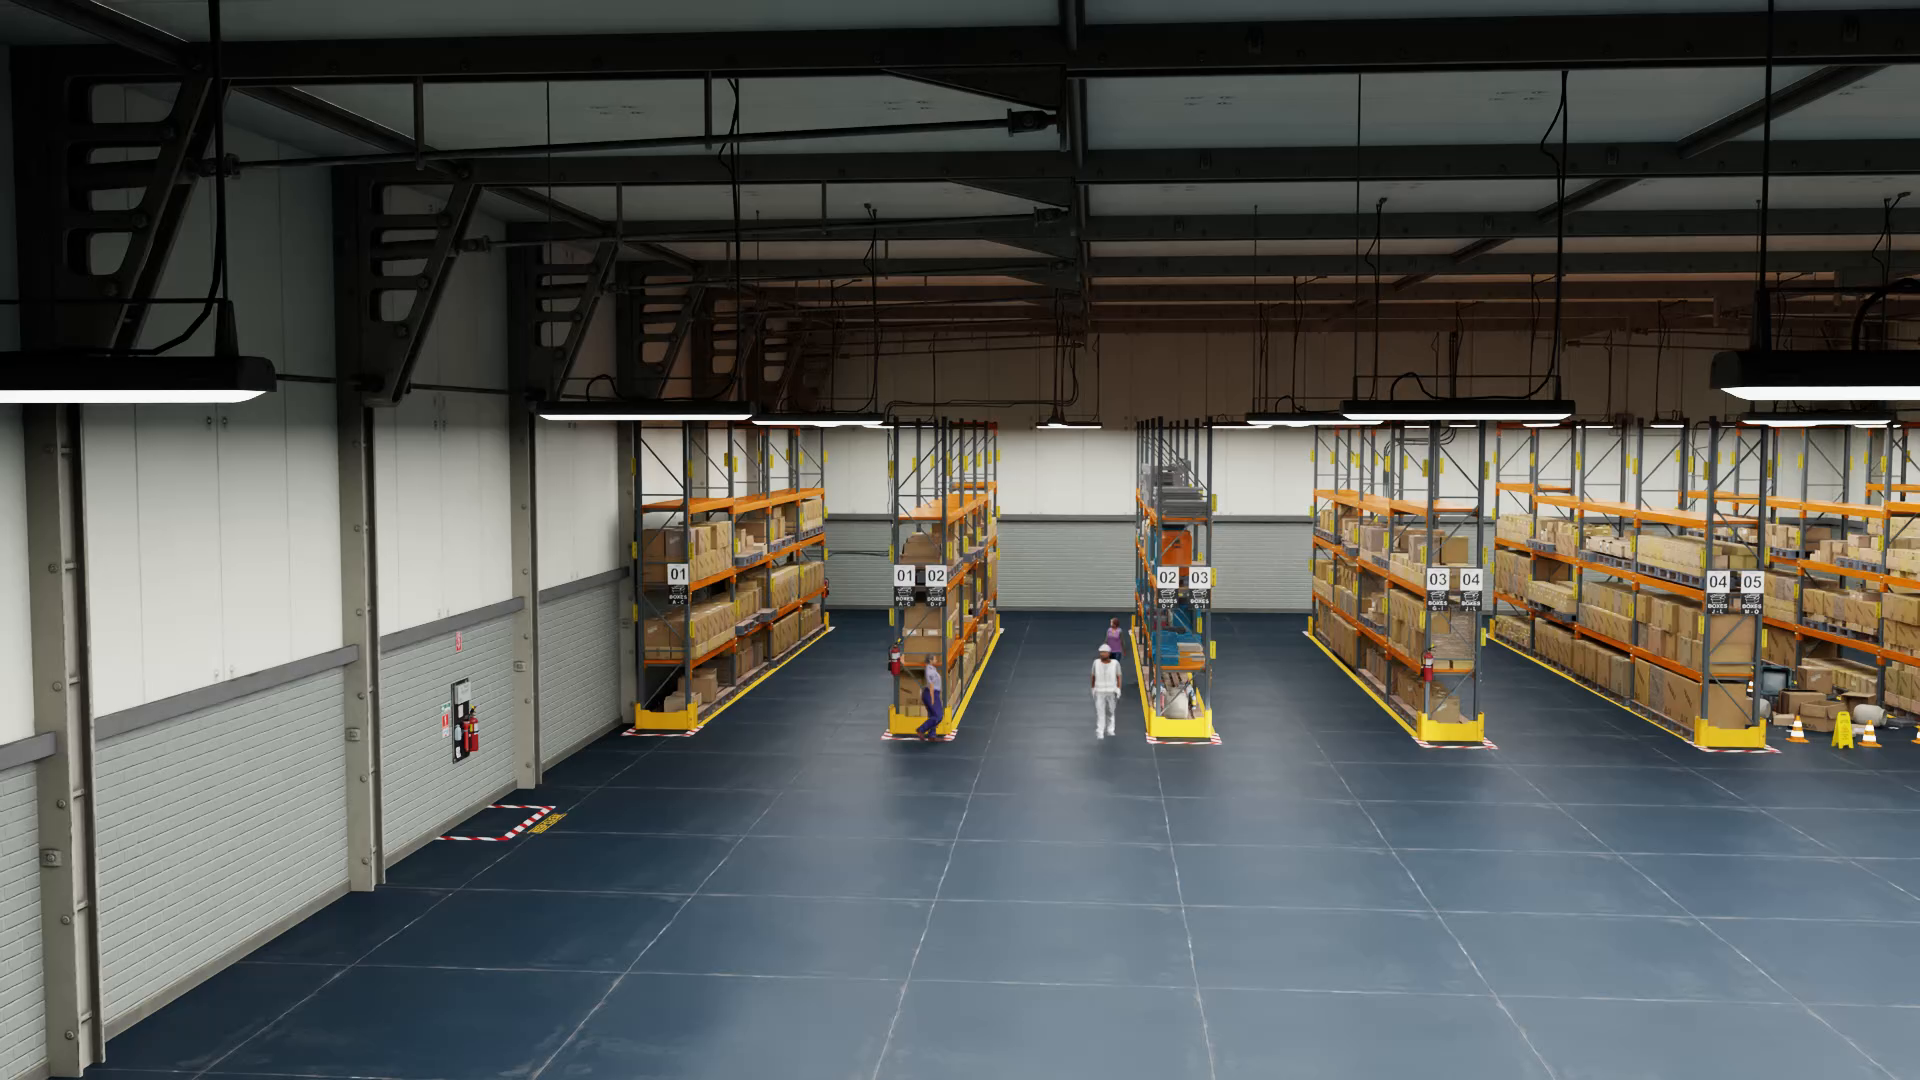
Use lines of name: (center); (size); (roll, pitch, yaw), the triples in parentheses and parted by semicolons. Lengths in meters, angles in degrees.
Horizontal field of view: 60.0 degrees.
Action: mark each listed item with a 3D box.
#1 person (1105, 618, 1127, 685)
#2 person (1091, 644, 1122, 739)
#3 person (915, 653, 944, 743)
person: (3.407, 2.527, 37.067); (0.454, 1.521, 0.892); (3, 5, 35)
person: (2.708, 2.813, 30.781); (0.575, 1.738, 1.025); (0, 4, 7)
person: (-0.562, 2.897, 30.503); (0.565, 1.638, 0.517); (-1, 4, -12)
